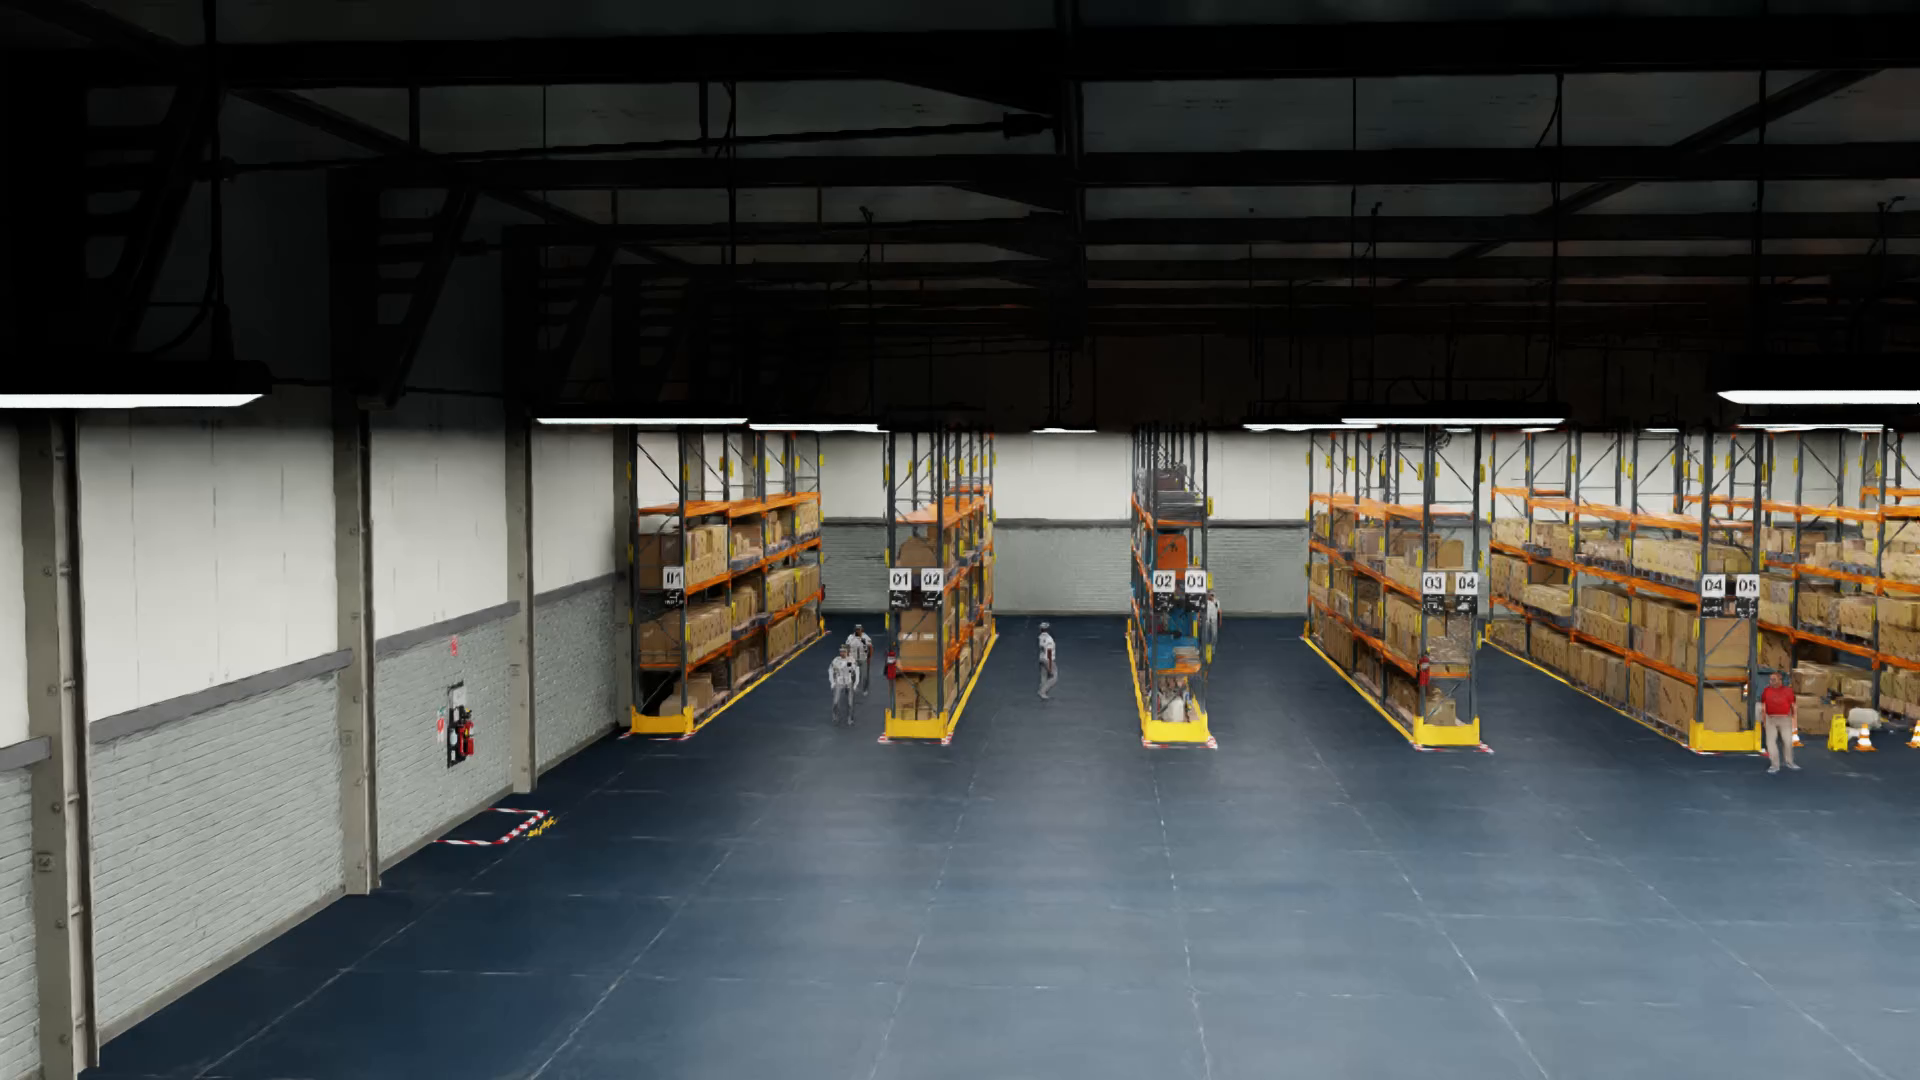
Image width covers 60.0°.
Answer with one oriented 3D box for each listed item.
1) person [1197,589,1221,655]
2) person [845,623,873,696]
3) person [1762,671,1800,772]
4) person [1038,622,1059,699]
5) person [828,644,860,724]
[{"bbox_3d":[6.501,2.110,43.503,0.673,1.730,0.700,0,4,-5],"label":"person"},{"bbox_3d":[-2.220,2.619,36.453,0.625,1.611,0.575,0,4,2],"label":"person"},{"bbox_3d":[13.973,3.077,28.311,0.595,1.711,0.577,3,5,40],"label":"person"},{"bbox_3d":[1.856,2.615,35.887,0.423,1.674,0.502,-2,4,-24],"label":"person"},{"bbox_3d":[-2.288,2.838,32.850,0.639,1.627,0.512,0,4,3],"label":"person"}]
